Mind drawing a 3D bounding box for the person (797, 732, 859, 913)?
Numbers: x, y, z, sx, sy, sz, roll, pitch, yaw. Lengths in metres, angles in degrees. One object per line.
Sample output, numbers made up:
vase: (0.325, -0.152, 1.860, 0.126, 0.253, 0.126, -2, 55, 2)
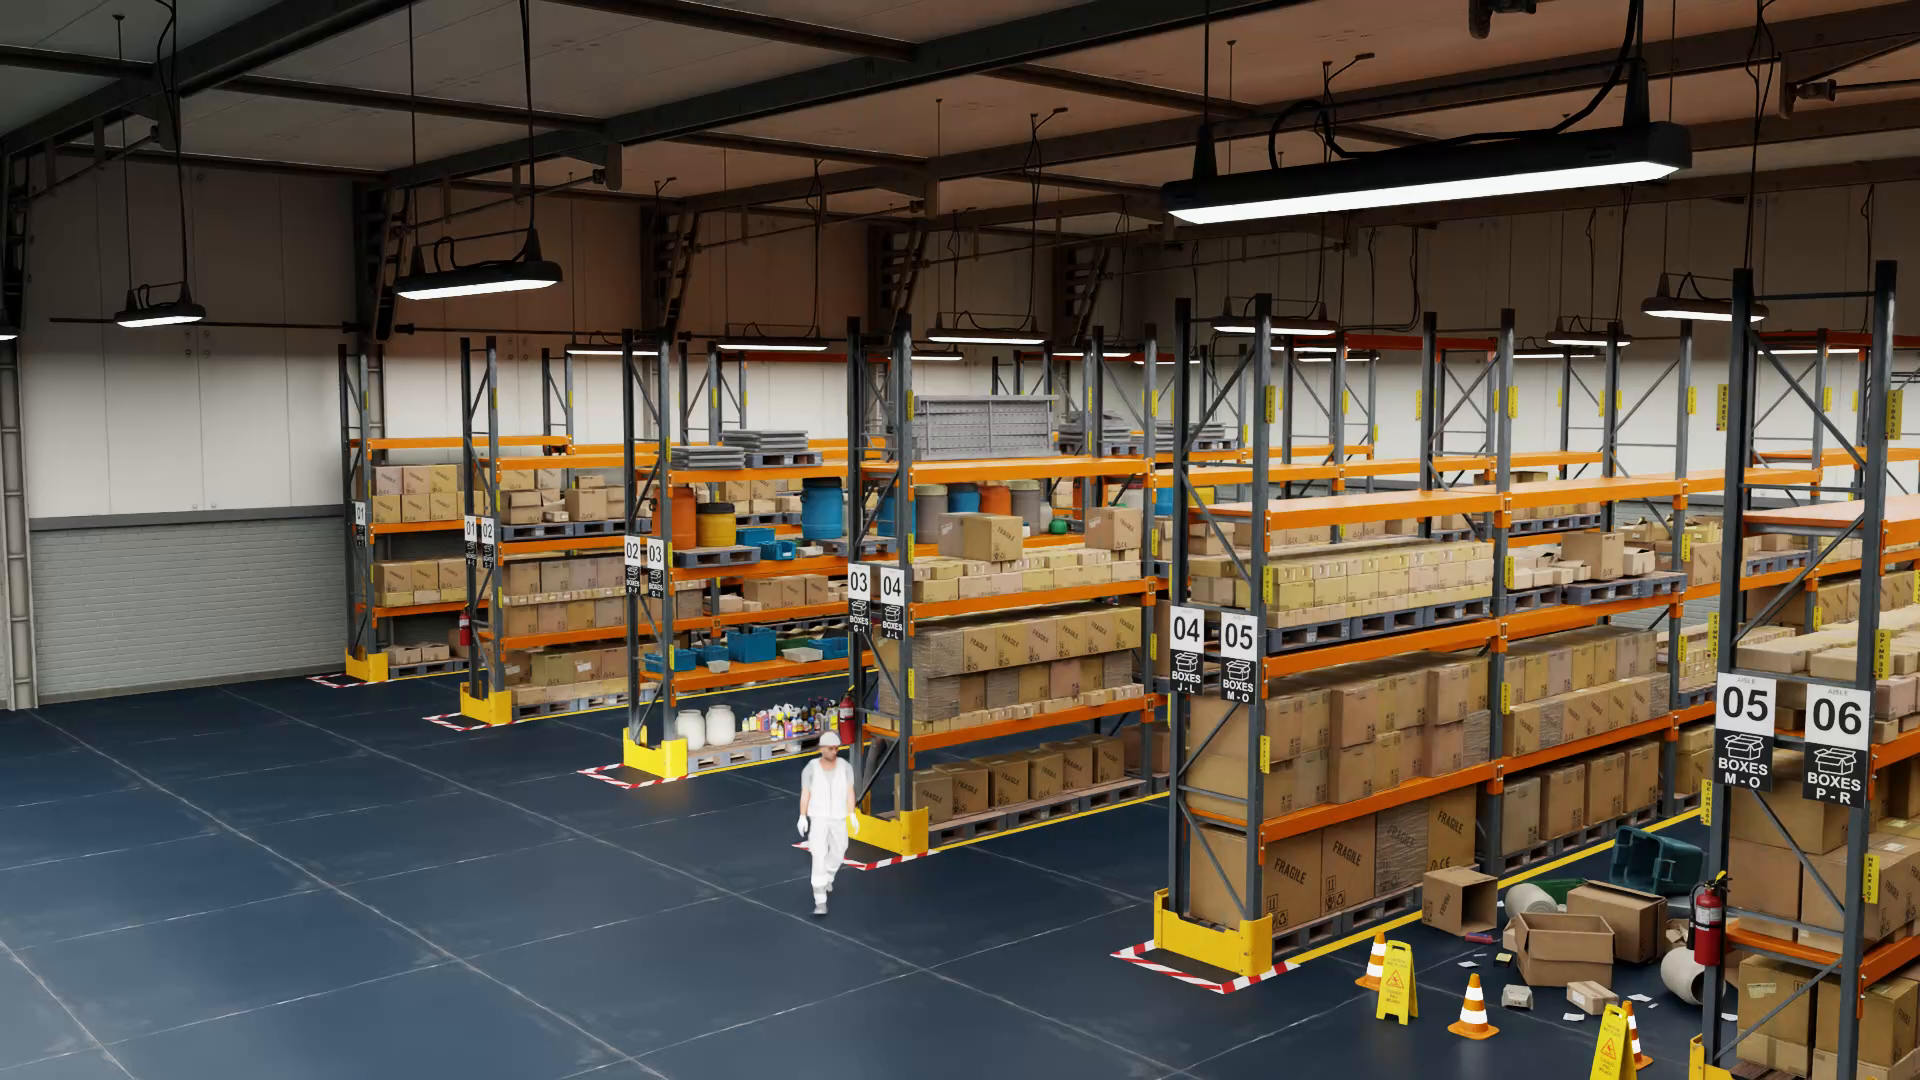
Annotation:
person: (-1.333, 2.792, 16.709, 0.583, 1.773, 0.849, -2, 5, -20)

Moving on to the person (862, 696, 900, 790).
person: (-0.977, 2.456, 21.033, 0.929, 1.610, 0.457, -3, 6, -34)
